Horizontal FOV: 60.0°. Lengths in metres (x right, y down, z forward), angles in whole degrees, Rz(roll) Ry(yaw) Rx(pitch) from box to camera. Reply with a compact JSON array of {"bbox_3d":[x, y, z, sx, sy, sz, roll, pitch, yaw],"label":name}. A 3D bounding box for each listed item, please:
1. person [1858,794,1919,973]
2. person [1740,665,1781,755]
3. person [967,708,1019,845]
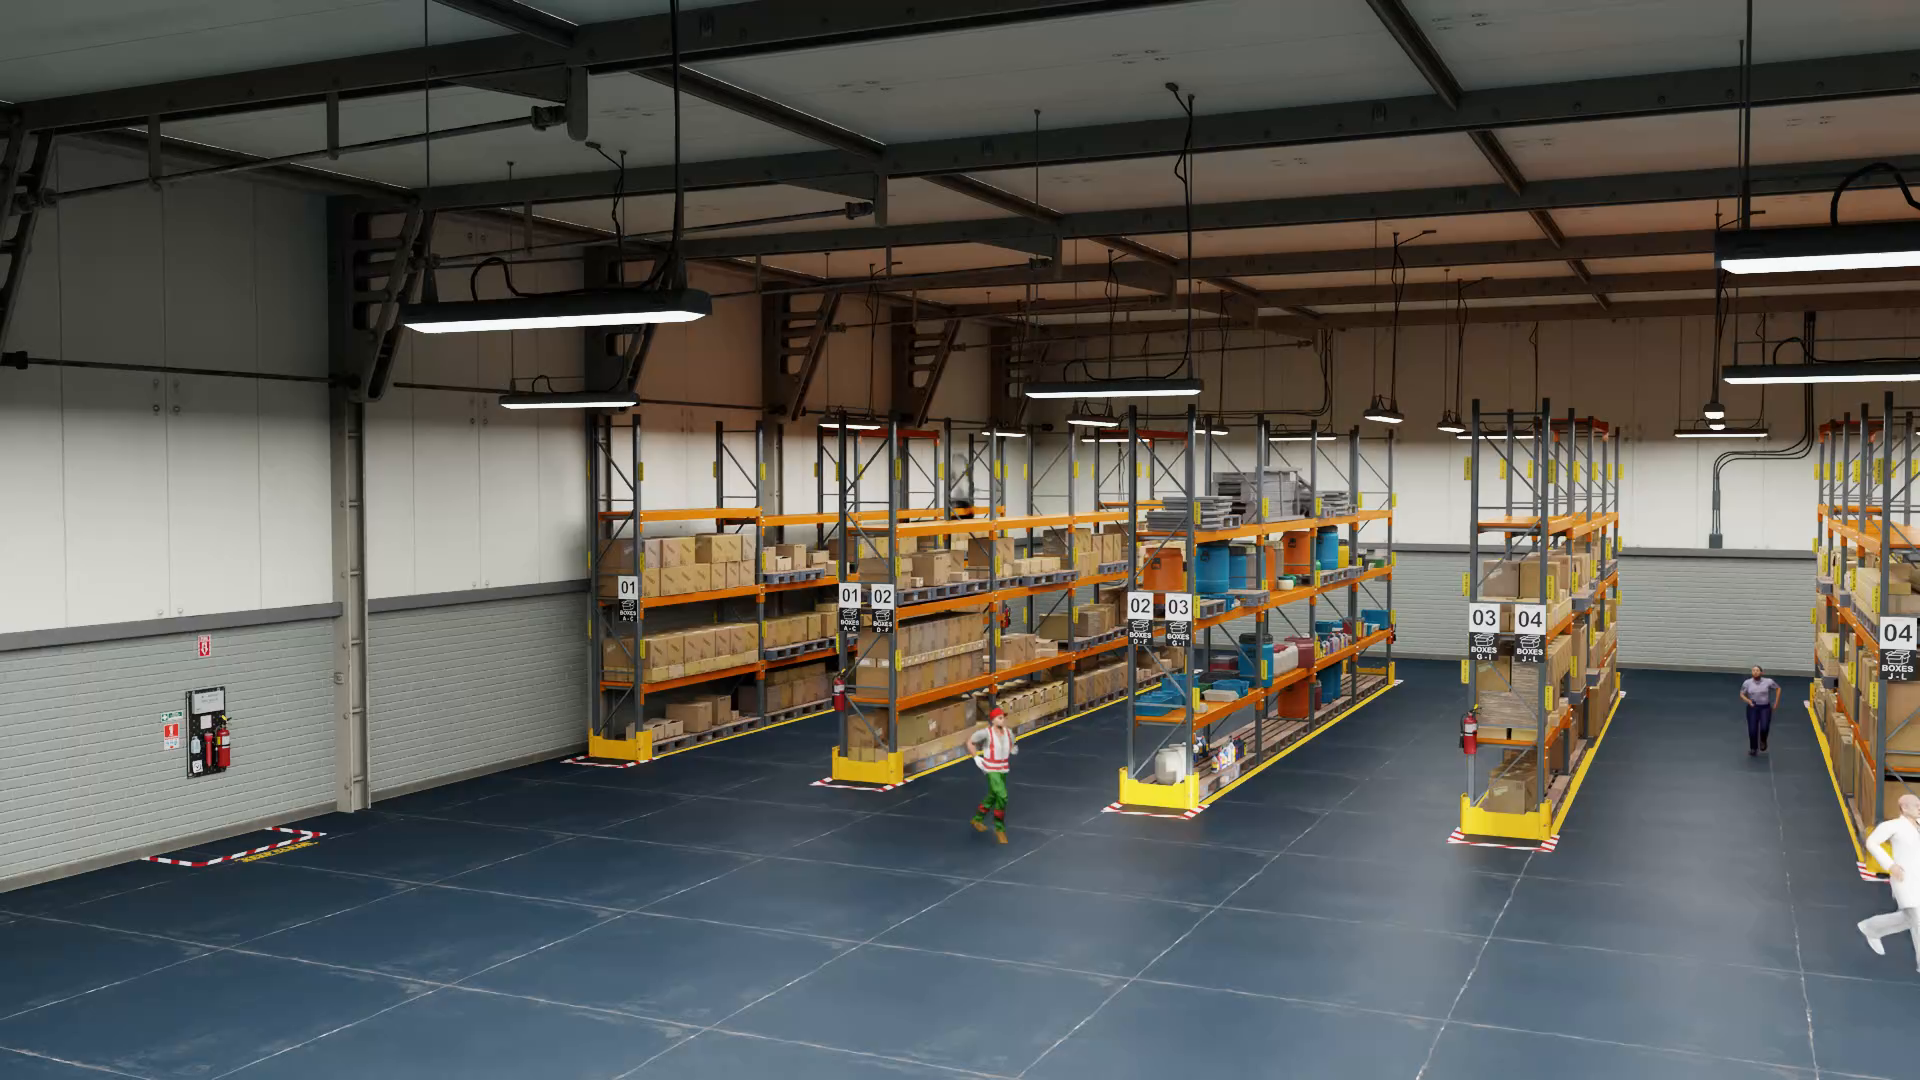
[{"bbox_3d":[9.453,3.428,16.612,0.710,1.788,1.034,-1,3,-30],"label":"person"},{"bbox_3d":[14.034,3.004,29.191,0.628,1.591,0.697,1,3,30],"label":"person"},{"bbox_3d":[0.458,3.190,22.676,0.628,1.836,0.849,-2,3,-43],"label":"person"}]
